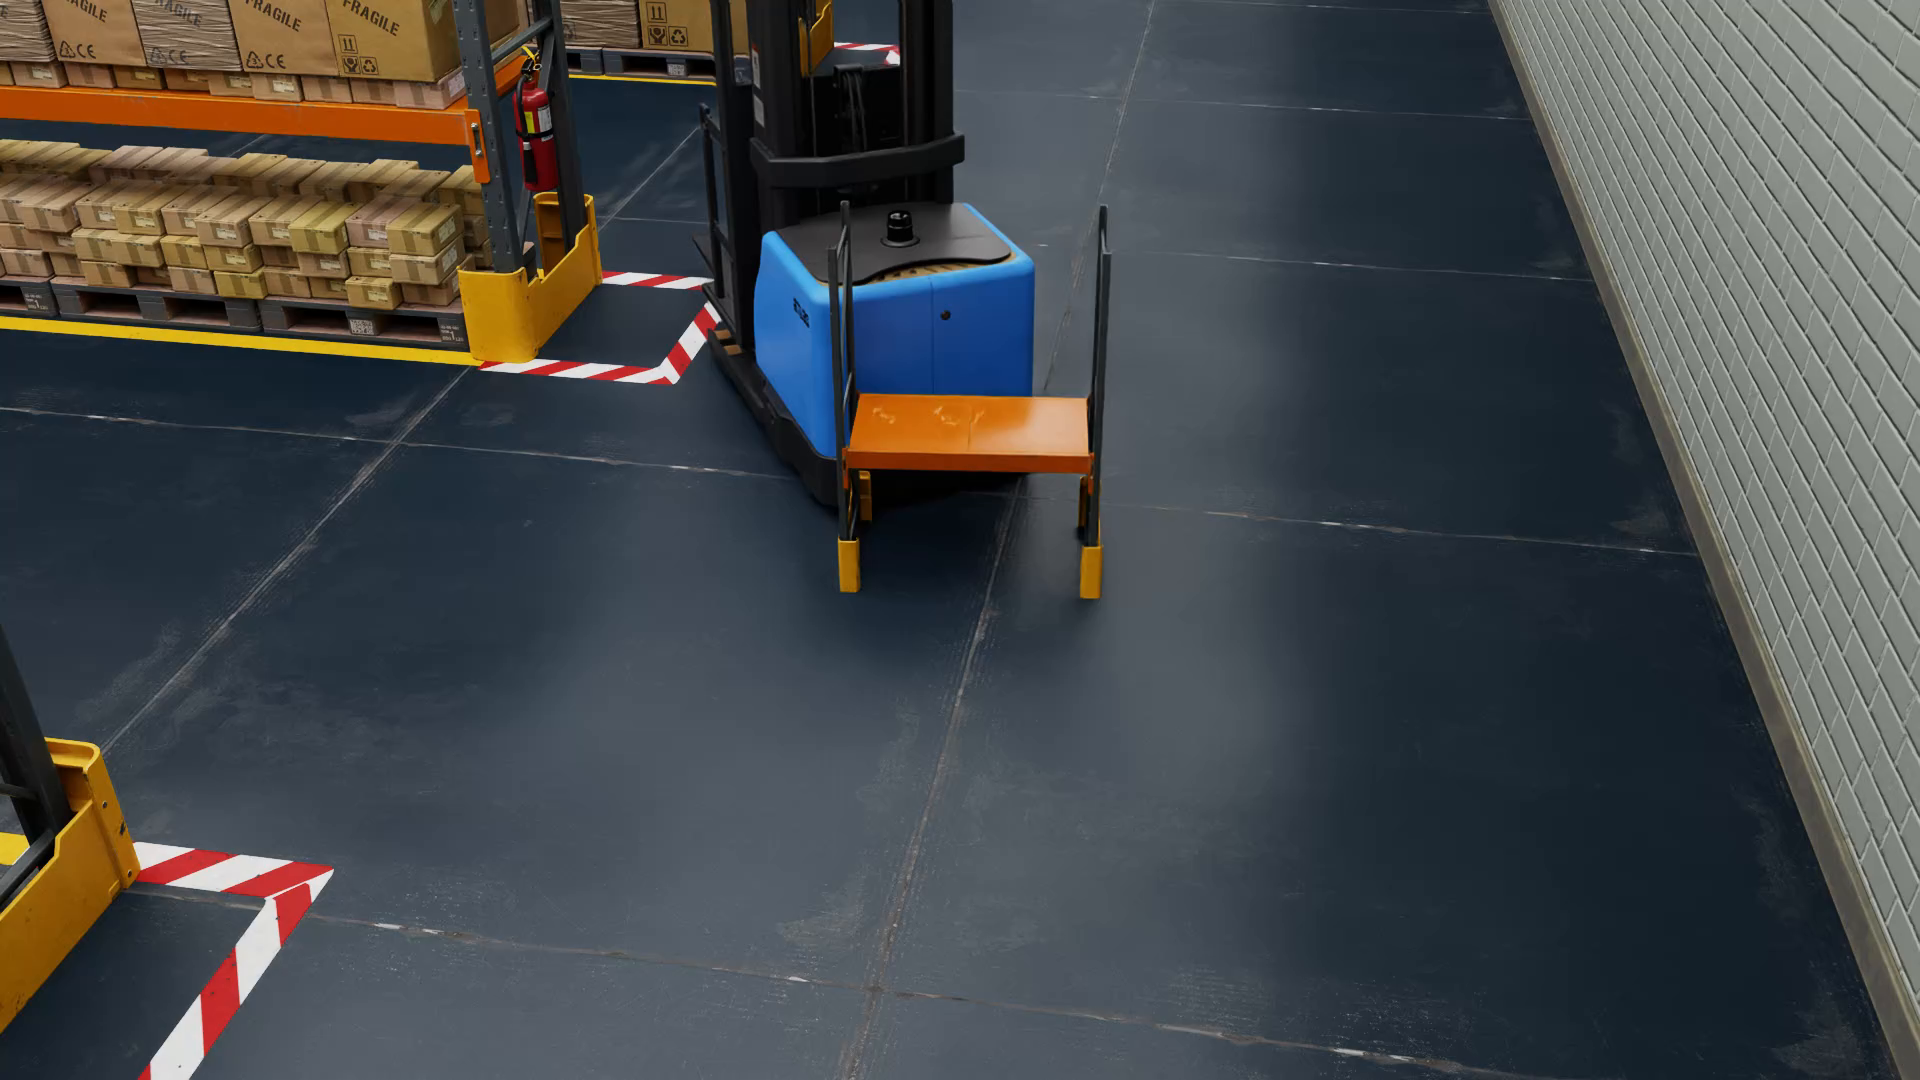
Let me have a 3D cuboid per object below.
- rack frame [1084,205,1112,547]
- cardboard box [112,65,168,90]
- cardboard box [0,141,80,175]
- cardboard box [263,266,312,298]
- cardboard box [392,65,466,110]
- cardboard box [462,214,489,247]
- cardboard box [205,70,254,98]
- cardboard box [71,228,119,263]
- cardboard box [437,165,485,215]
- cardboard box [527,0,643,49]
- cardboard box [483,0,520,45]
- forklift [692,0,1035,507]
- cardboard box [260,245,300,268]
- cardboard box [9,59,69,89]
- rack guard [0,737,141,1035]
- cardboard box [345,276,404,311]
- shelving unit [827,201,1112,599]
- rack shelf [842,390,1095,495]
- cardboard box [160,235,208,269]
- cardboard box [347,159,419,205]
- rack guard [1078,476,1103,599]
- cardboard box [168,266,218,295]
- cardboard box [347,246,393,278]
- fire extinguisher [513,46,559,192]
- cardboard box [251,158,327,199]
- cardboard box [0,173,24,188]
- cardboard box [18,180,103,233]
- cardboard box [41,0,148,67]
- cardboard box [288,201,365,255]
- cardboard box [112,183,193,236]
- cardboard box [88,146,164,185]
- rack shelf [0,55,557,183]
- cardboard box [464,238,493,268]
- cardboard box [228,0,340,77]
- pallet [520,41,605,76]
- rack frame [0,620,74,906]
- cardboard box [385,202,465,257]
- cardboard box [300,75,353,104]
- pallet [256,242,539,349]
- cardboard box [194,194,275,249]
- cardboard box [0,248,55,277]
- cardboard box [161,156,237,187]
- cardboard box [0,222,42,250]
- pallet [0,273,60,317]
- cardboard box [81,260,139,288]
[{"bbox_3d":[0.552,-0.547,6.710,0.032,1.500,0.500,1,32,2],"label":"rack frame"},{"bbox_3d":[-4.144,-2.457,8.585,0.250,0.149,0.380,6,32,9],"label":"cardboard box"},{"bbox_3d":[-5.299,-2.169,9.618,0.250,0.149,0.380,5,32,8],"label":"cardboard box"},{"bbox_3d":[-3.572,-1.468,9.059,0.250,0.149,0.380,5,32,9],"label":"cardboard box"},{"bbox_3d":[-2.625,-2.281,8.304,0.250,0.149,0.380,5,32,8],"label":"cardboard box"},{"bbox_3d":[-2.729,-1.783,9.282,0.250,0.149,0.380,6,33,10],"label":"cardboard box"},{"bbox_3d":[-3.624,-2.387,8.473,0.250,0.149,0.380,4,32,6],"label":"cardboard box"},{"bbox_3d":[-4.614,-1.663,9.090,0.250,0.149,0.380,5,32,8],"label":"cardboard box"},{"bbox_3d":[-2.715,-1.953,9.273,0.250,0.149,0.380,4,32,6],"label":"cardboard box"},{"bbox_3d":[-2.863,-4.465,13.163,0.875,0.875,0.875,5,32,8],"label":"cardboard box"},{"bbox_3d":[-2.652,-2.859,8.616,0.500,0.500,0.500,7,33,11],"label":"cardboard box"},{"bbox_3d":[-0.679,-2.160,7.939,1.130,2.935,3.031,-12,34,-18],"label":"forklift"},{"bbox_3d":[-3.584,-1.623,9.027,0.250,0.149,0.380,5,32,8],"label":"cardboard box"},{"bbox_3d":[-4.668,-2.468,8.603,0.250,0.149,0.380,7,33,10],"label":"cardboard box"},{"bbox_3d":[-2.965,1.153,4.936,0.348,0.500,1.175,5,32,8],"label":"rack guard"},{"bbox_3d":[-3.080,-1.384,8.925,0.250,0.149,0.380,6,33,10],"label":"cardboard box"},{"bbox_3d":[0.053,-0.559,6.729,1.083,1.500,0.587,1,32,2],"label":"shelving unit"},{"bbox_3d":[0.044,-0.407,6.825,1.000,0.185,0.538,1,32,2],"label":"rack shelf"},{"bbox_3d":[-4.099,-1.617,9.018,0.250,0.149,0.380,7,33,11],"label":"cardboard box"},{"bbox_3d":[-3.234,-2.004,9.354,0.250,0.149,0.380,5,32,8],"label":"cardboard box"},{"bbox_3d":[0.550,-0.017,7.042,0.087,0.250,0.587,1,32,2],"label":"rack guard"},{"bbox_3d":[-4.100,-1.493,9.099,0.250,0.149,0.380,6,33,9],"label":"cardboard box"},{"bbox_3d":[-3.073,-1.551,8.912,0.250,0.149,0.380,4,32,7],"label":"cardboard box"},{"bbox_3d":[-2.085,-2.052,8.125,0.183,0.674,0.296,5,32,8],"label":"fire extinguisher"},{"bbox_3d":[-3.764,-2.012,9.368,0.250,0.149,0.380,6,33,10],"label":"cardboard box"},{"bbox_3d":[-5.375,-1.894,9.179,0.250,0.149,0.380,5,32,8],"label":"cardboard box"},{"bbox_3d":[-4.877,-1.817,9.056,0.250,0.149,0.380,6,33,9],"label":"cardboard box"},{"bbox_3d":[-4.240,-2.719,8.392,0.500,0.500,0.500,7,33,11],"label":"cardboard box"},{"bbox_3d":[-3.335,-1.652,8.792,0.250,0.149,0.380,4,32,7],"label":"cardboard box"},{"bbox_3d":[-4.358,-1.793,9.018,0.250,0.149,0.380,5,32,8],"label":"cardboard box"},{"bbox_3d":[-4.774,-2.129,9.555,0.250,0.149,0.380,4,32,6],"label":"cardboard box"},{"bbox_3d":[-4.227,-2.380,8.903,4.000,0.370,1.077,5,32,8],"label":"rack shelf"},{"bbox_3d":[-2.719,-1.690,9.414,0.250,0.149,0.380,6,33,9],"label":"cardboard box"},{"bbox_3d":[-3.249,-2.629,8.248,0.500,0.500,0.500,5,32,7],"label":"cardboard box"},{"bbox_3d":[-3.322,-4.050,13.521,1.213,0.211,1.003,5,32,8],"label":"pallet"},{"bbox_3d":[-2.989,0.092,4.277,0.127,3.000,1.000,5,32,8],"label":"rack frame"},{"bbox_3d":[-2.820,-1.643,8.778,0.250,0.149,0.380,6,32,9],"label":"cardboard box"},{"bbox_3d":[-3.113,-2.337,8.394,0.250,0.149,0.380,5,32,8],"label":"cardboard box"},{"bbox_3d":[-3.126,-1.422,9.323,1.213,0.211,1.003,5,32,8],"label":"pallet"},{"bbox_3d":[-3.854,-1.703,8.874,0.250,0.149,0.380,6,33,10],"label":"cardboard box"},{"bbox_3d":[-5.119,-1.617,9.298,0.250,0.149,0.380,5,32,7],"label":"cardboard box"},{"bbox_3d":[-4.280,-2.032,9.400,0.250,0.149,0.380,5,32,8],"label":"cardboard box"},{"bbox_3d":[-5.119,-1.755,9.238,0.250,0.149,0.380,4,32,6],"label":"cardboard box"},{"bbox_3d":[-5.531,-1.640,9.671,1.213,0.211,1.003,5,32,8],"label":"pallet"},{"bbox_3d":[-4.608,-1.538,9.171,0.250,0.149,0.380,4,32,7],"label":"cardboard box"}]
